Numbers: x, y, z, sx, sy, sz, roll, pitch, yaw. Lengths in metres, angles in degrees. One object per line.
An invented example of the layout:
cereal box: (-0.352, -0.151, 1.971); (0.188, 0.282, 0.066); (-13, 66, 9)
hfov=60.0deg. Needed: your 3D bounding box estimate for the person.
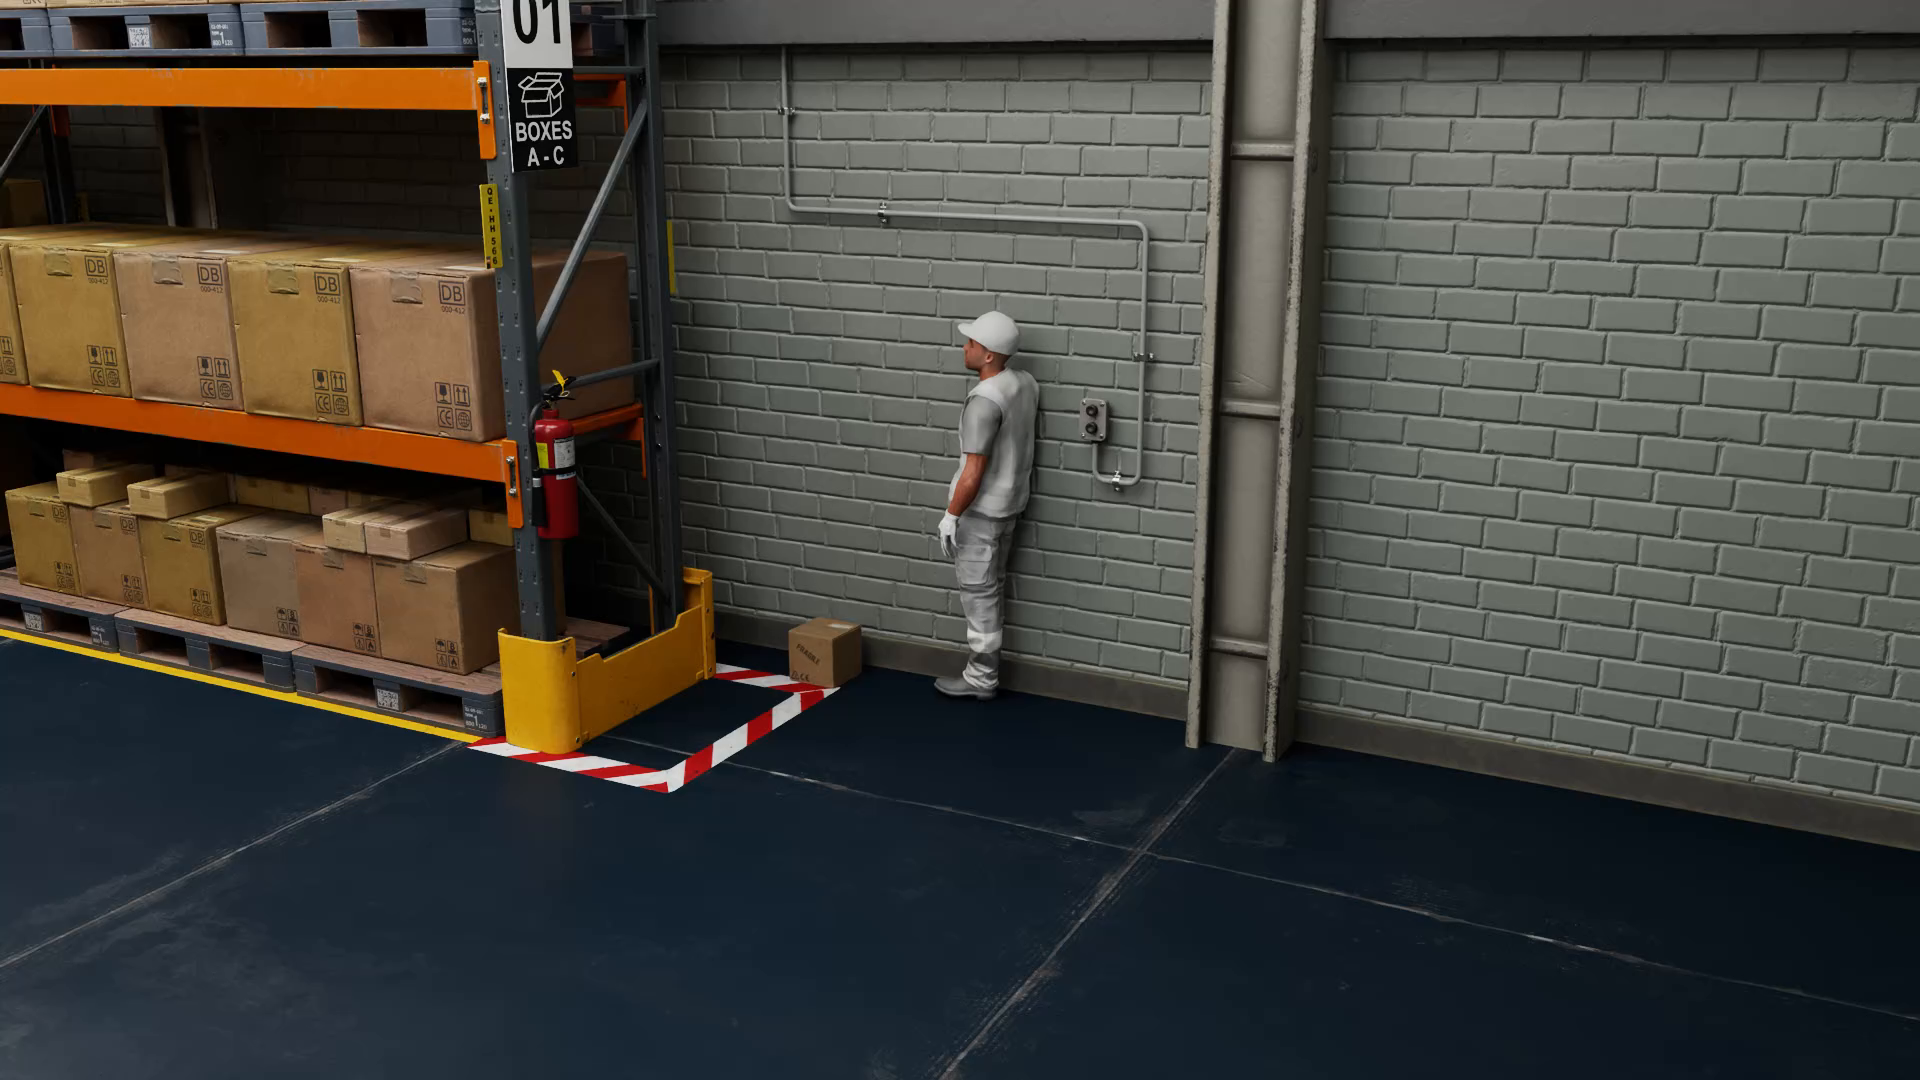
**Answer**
person: (0.053, -0.151, 7.487); (0.565, 1.787, 0.637); (8, 17, 26)
